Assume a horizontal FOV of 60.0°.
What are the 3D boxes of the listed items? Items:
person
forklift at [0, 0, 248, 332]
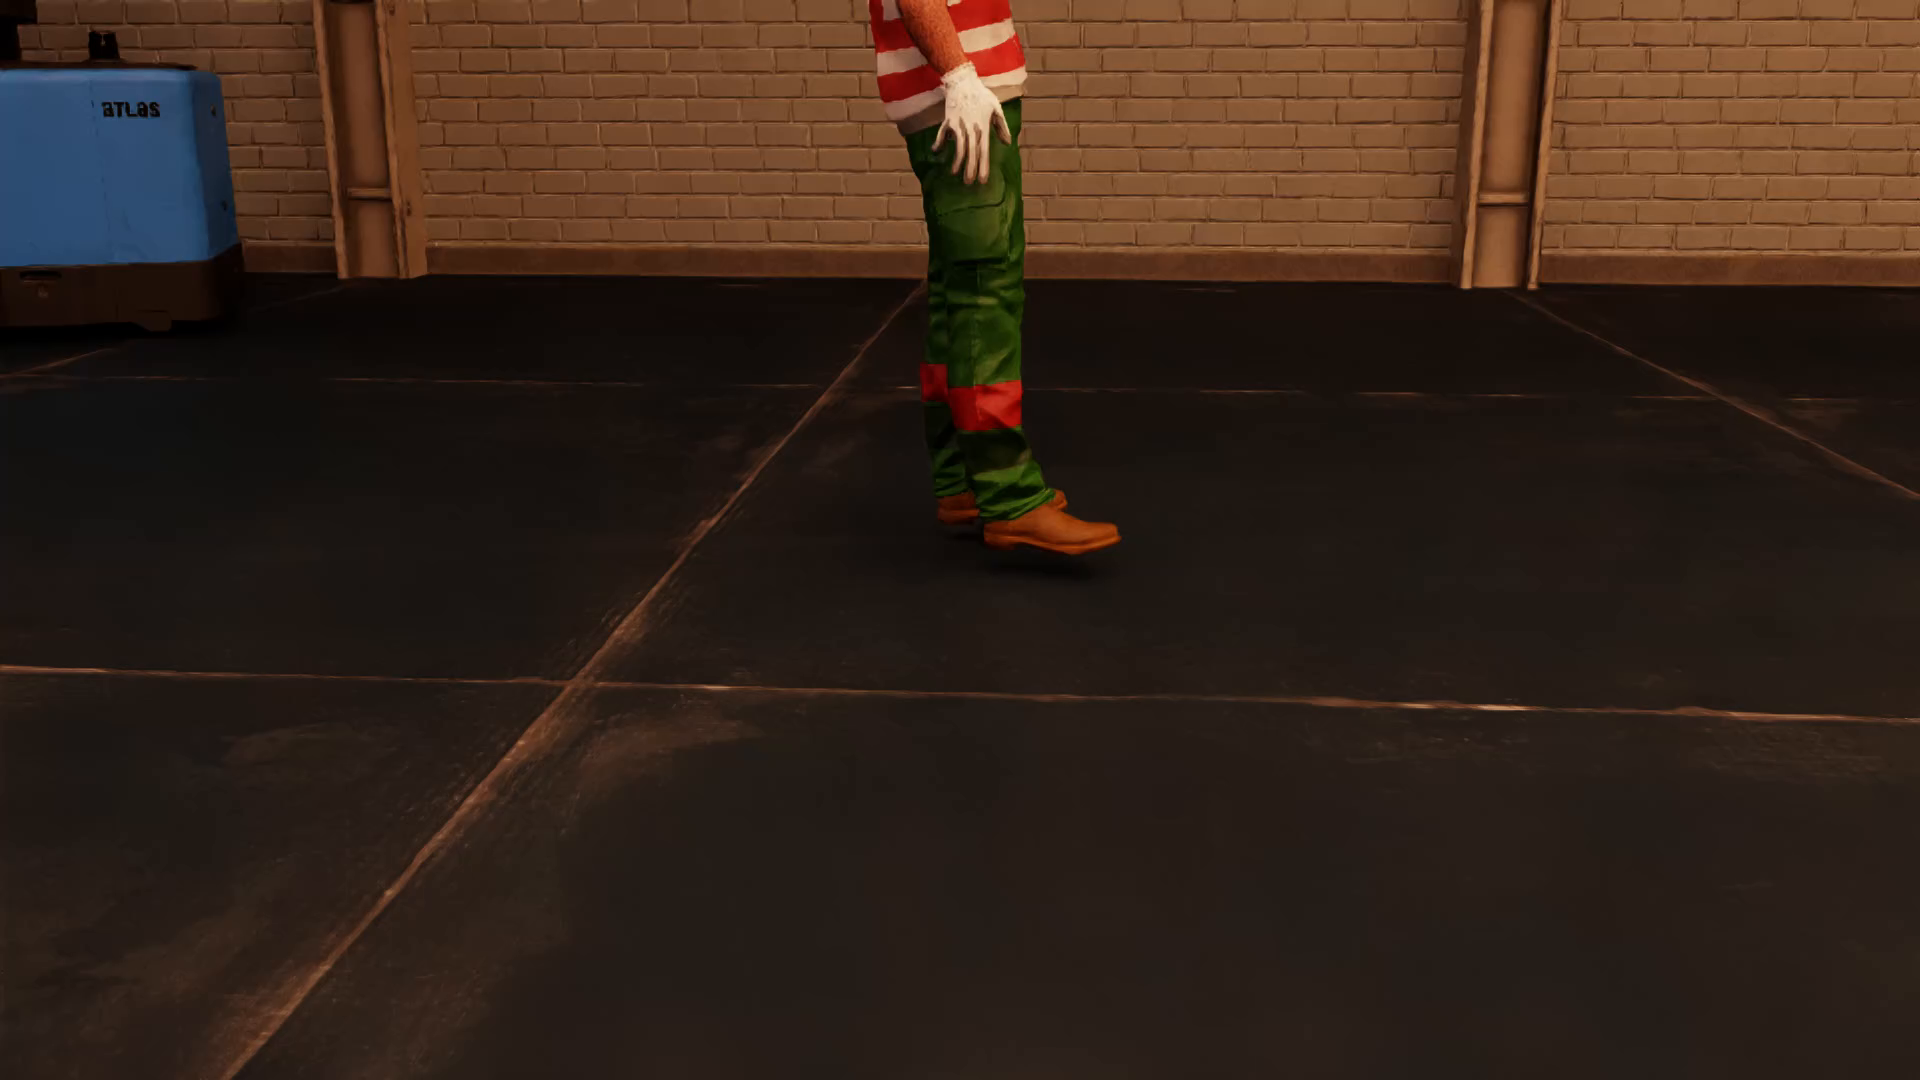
[{"bbox_3d":[0.079,-0.904,3.550,0.563,1.787,0.637,1,15,4],"label":"person"},{"bbox_3d":[-4.684,-2.287,6.642,3.031,2.935,1.130,-4,16,-15],"label":"forklift"}]
